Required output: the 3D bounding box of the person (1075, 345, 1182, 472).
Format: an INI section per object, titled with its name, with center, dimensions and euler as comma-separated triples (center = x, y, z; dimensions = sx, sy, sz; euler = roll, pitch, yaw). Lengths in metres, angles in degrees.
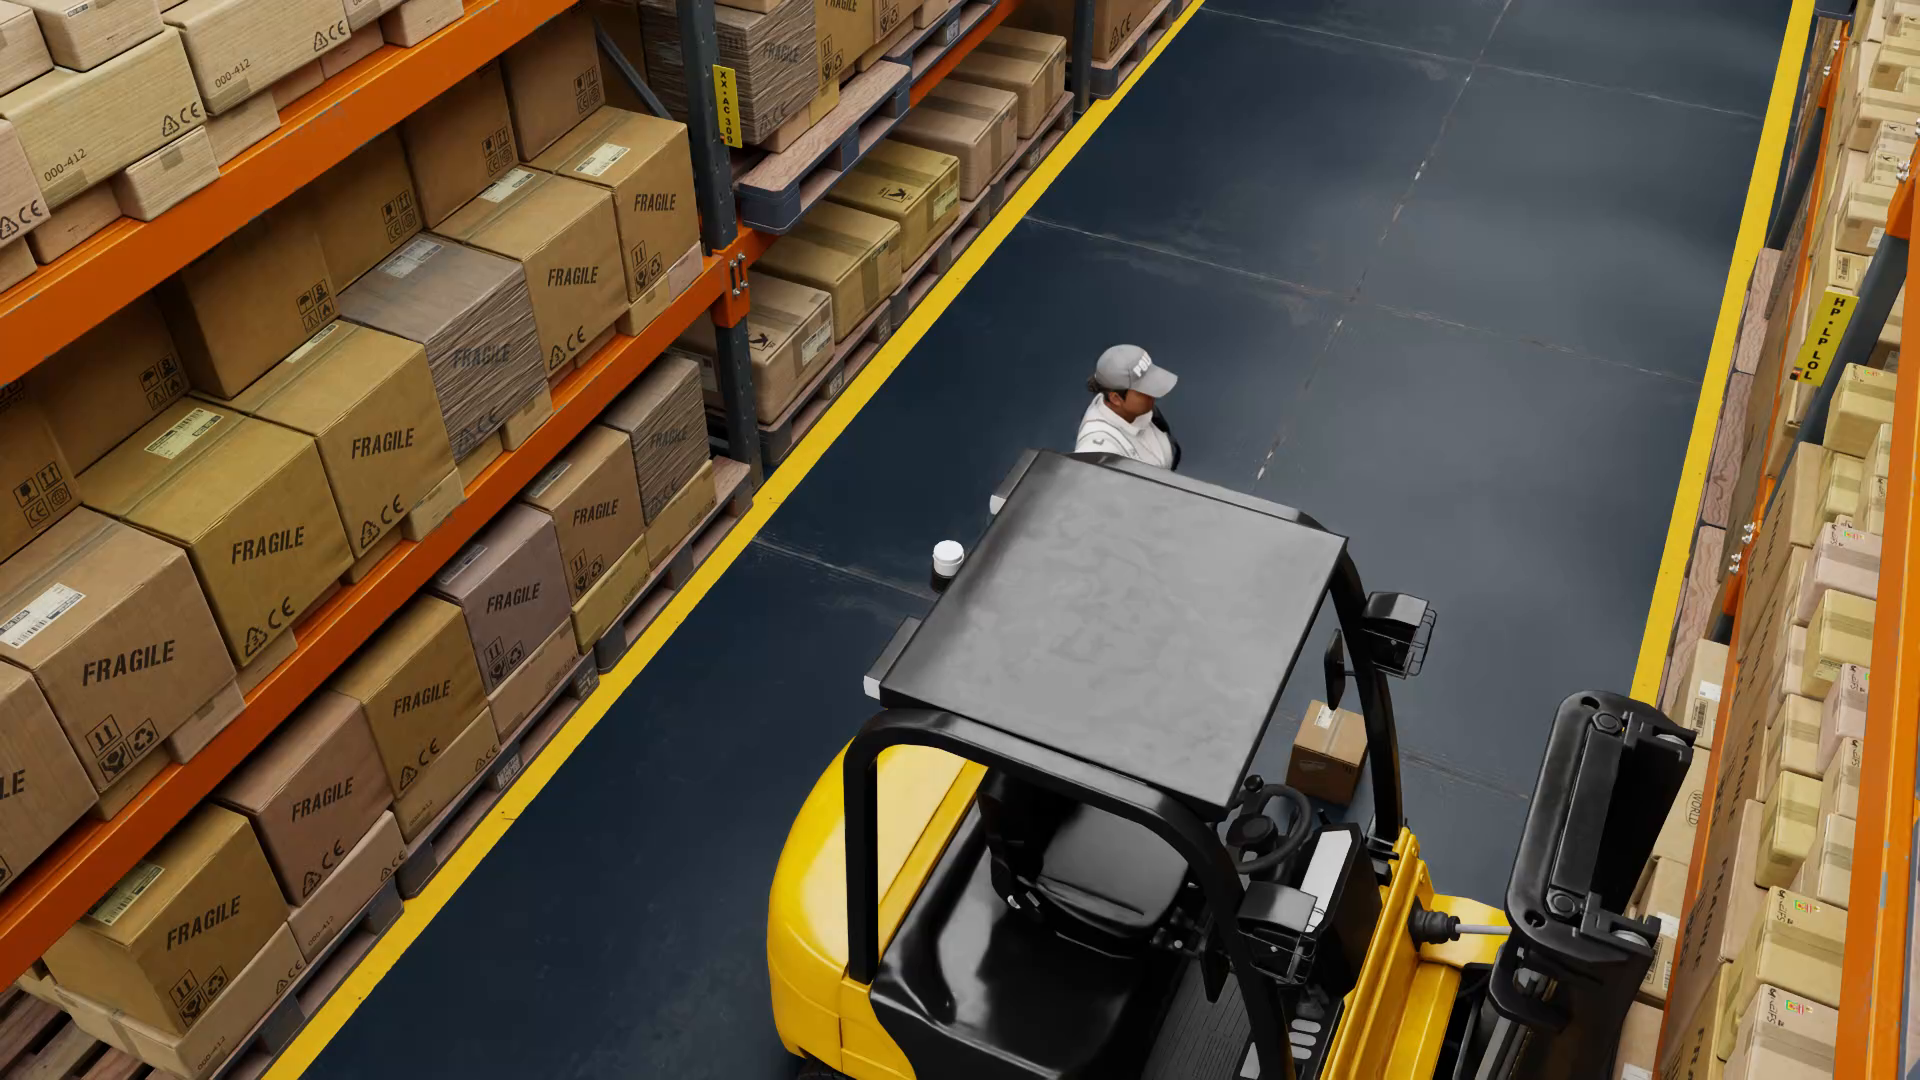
[person]
center = 0.528, -0.039, 6.190
dimensions = 0.700, 1.655, 0.484
euler = 15, 44, 16
